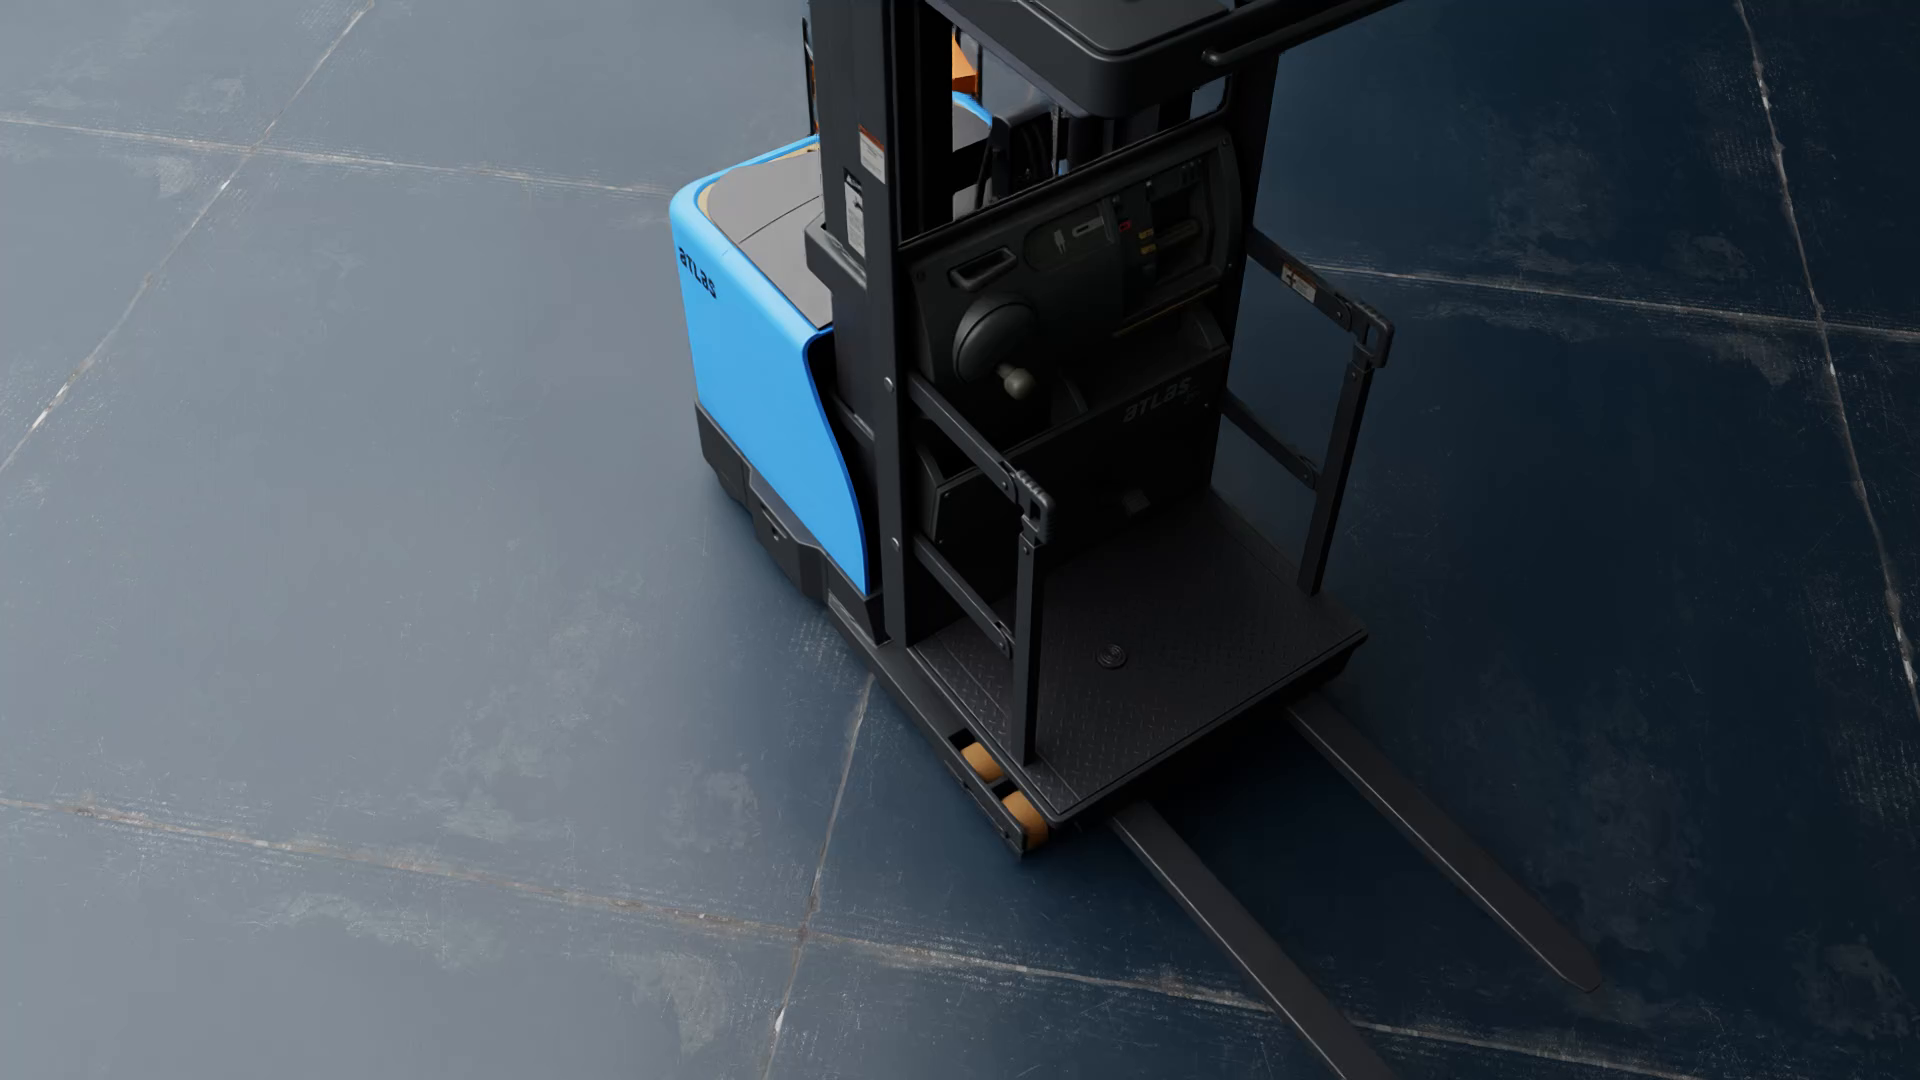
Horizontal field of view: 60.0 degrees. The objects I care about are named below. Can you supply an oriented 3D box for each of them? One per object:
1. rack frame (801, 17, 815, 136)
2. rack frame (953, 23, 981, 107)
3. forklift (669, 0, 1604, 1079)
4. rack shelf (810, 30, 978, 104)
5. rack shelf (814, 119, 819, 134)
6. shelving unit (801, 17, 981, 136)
[{"bbox_3d":[-0.443,-1.109,5.440,0.015,1.200,0.240,-13,49,-12],"label":"rack frame"},{"bbox_3d":[0.022,-1.220,5.539,0.015,1.200,0.240,-13,49,-12],"label":"rack frame"},{"bbox_3d":[0.413,-0.554,3.777,1.130,2.935,3.031,-27,54,-22],"label":"forklift"},{"bbox_3d":[-0.211,-1.427,5.197,0.480,0.148,0.258,-13,49,-12],"label":"rack shelf"},{"bbox_3d":[-0.211,-1.269,5.373,0.480,0.148,0.258,-13,49,-12],"label":"rack shelf"},{"bbox_3d":[-0.211,-1.164,5.490,0.503,1.200,0.258,-13,49,-12],"label":"shelving unit"}]
